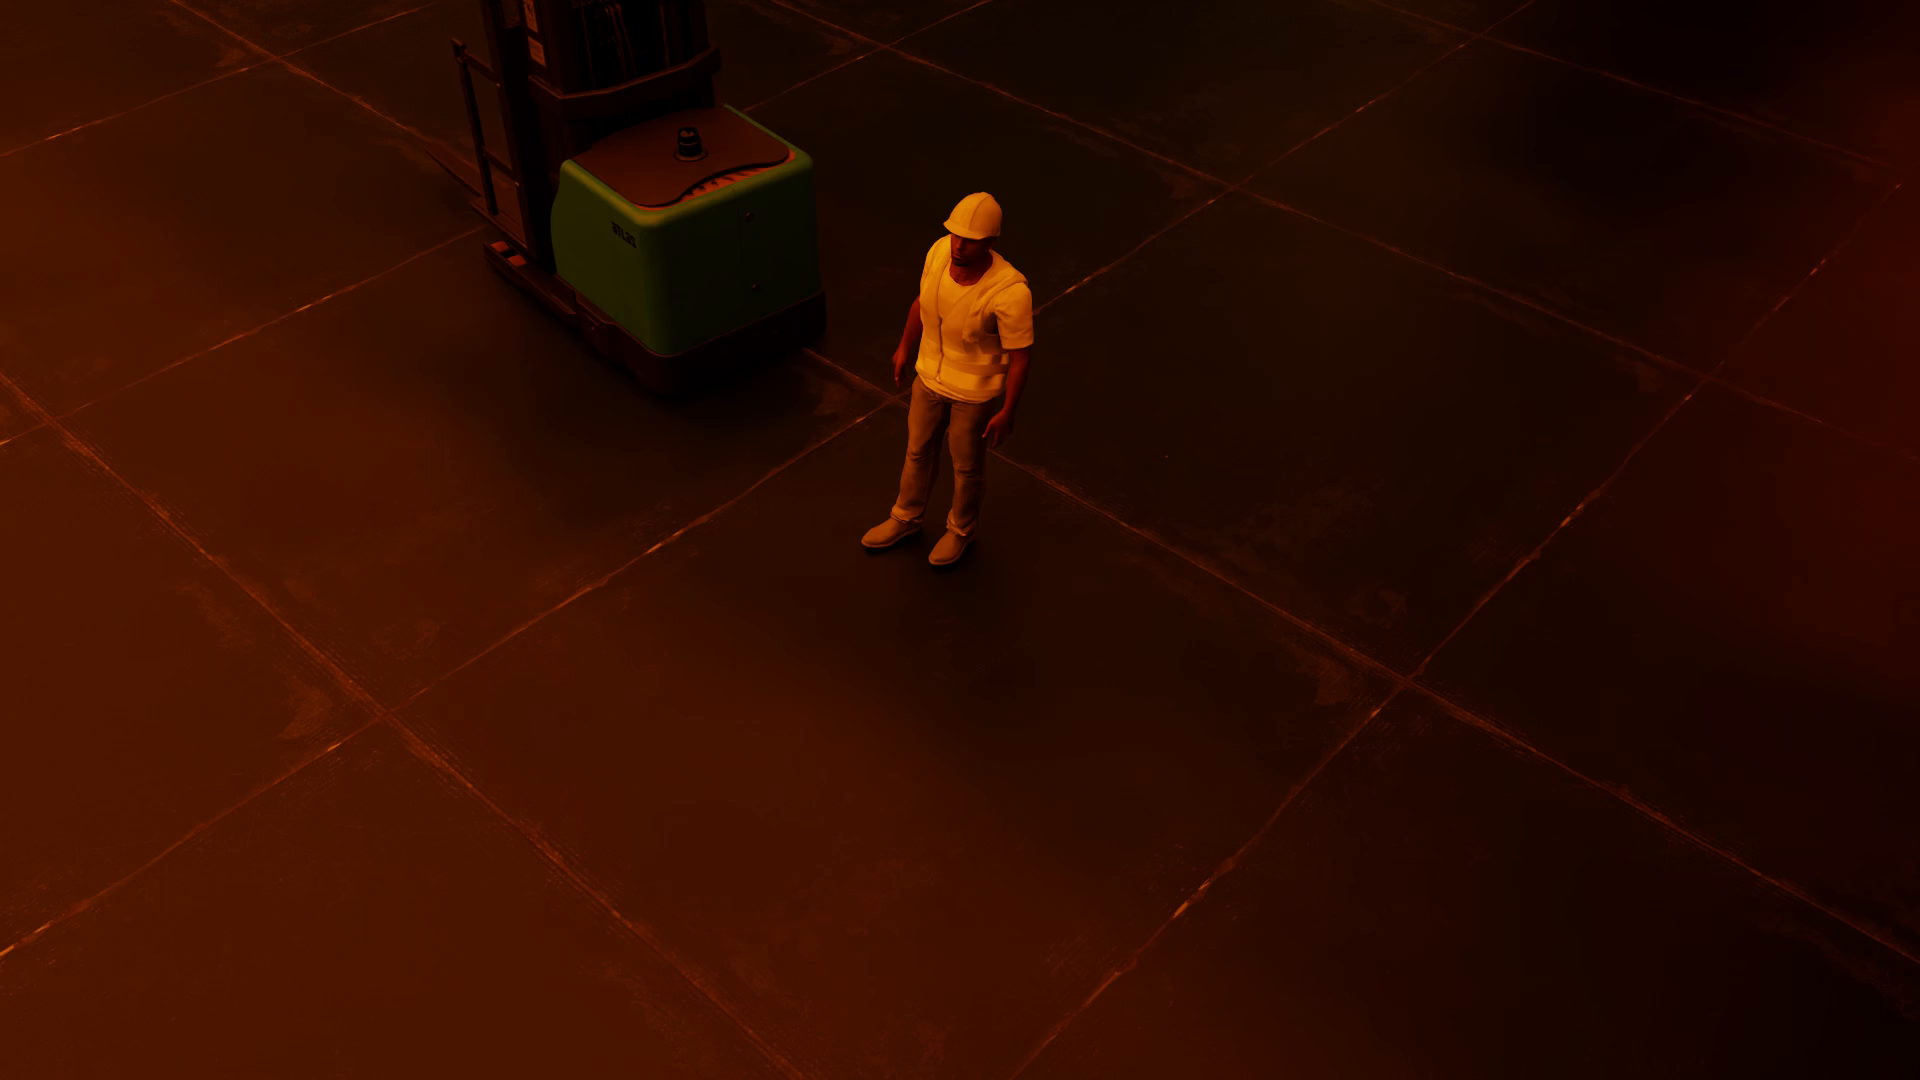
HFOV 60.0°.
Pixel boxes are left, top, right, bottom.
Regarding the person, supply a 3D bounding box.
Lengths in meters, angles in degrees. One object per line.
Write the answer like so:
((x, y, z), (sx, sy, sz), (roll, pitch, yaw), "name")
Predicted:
((-0.052, -0.646, 7.064), (0.665, 1.765, 0.577), (31, 49, 31), "person")

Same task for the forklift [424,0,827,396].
((-2.044, -2.734, 8.615), (1.130, 2.935, 3.031), (-29, 48, -29), "forklift")
